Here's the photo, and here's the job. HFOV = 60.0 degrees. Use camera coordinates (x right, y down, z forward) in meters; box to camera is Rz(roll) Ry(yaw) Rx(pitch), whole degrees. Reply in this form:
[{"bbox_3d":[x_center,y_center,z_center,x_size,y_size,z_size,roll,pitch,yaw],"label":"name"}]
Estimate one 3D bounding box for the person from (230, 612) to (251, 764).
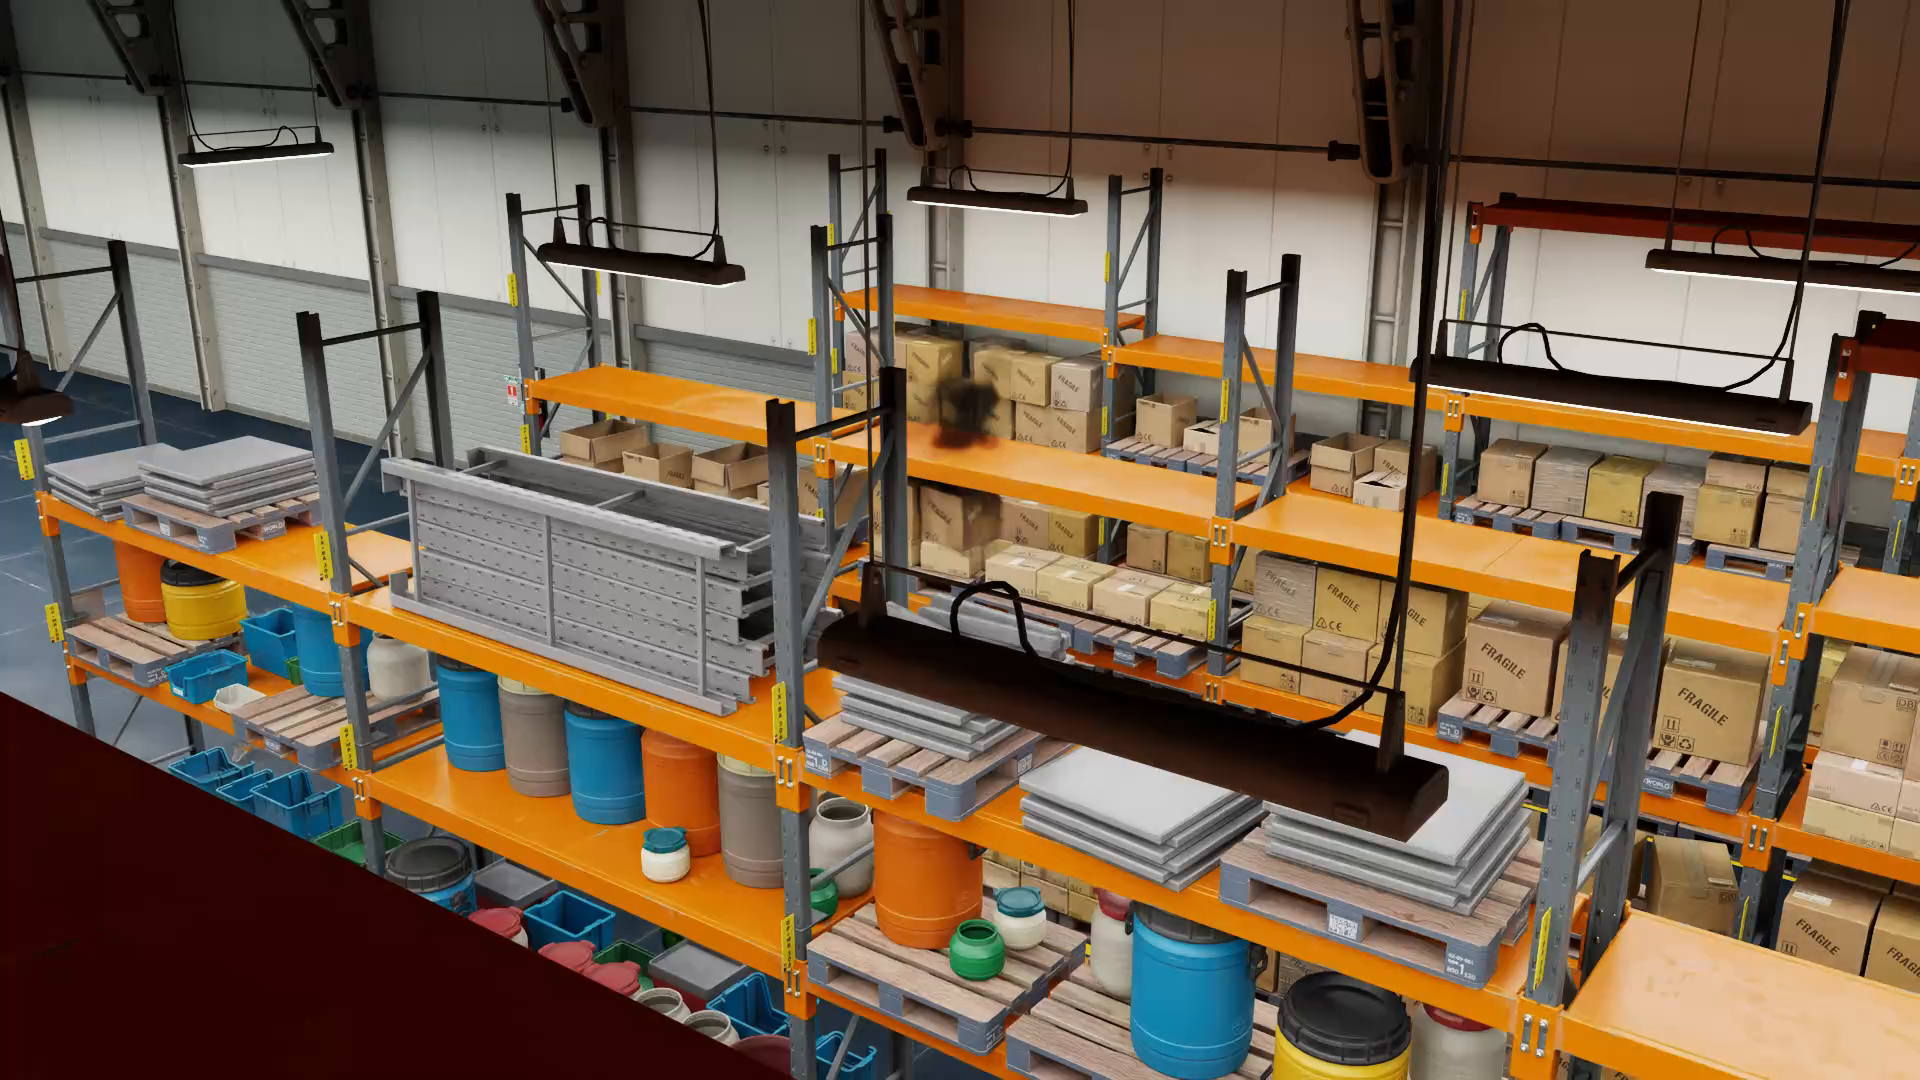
[{"bbox_3d":[-7.643,1.534,17.887,0.664,1.732,0.311,-10,21,-27],"label":"person"}]
